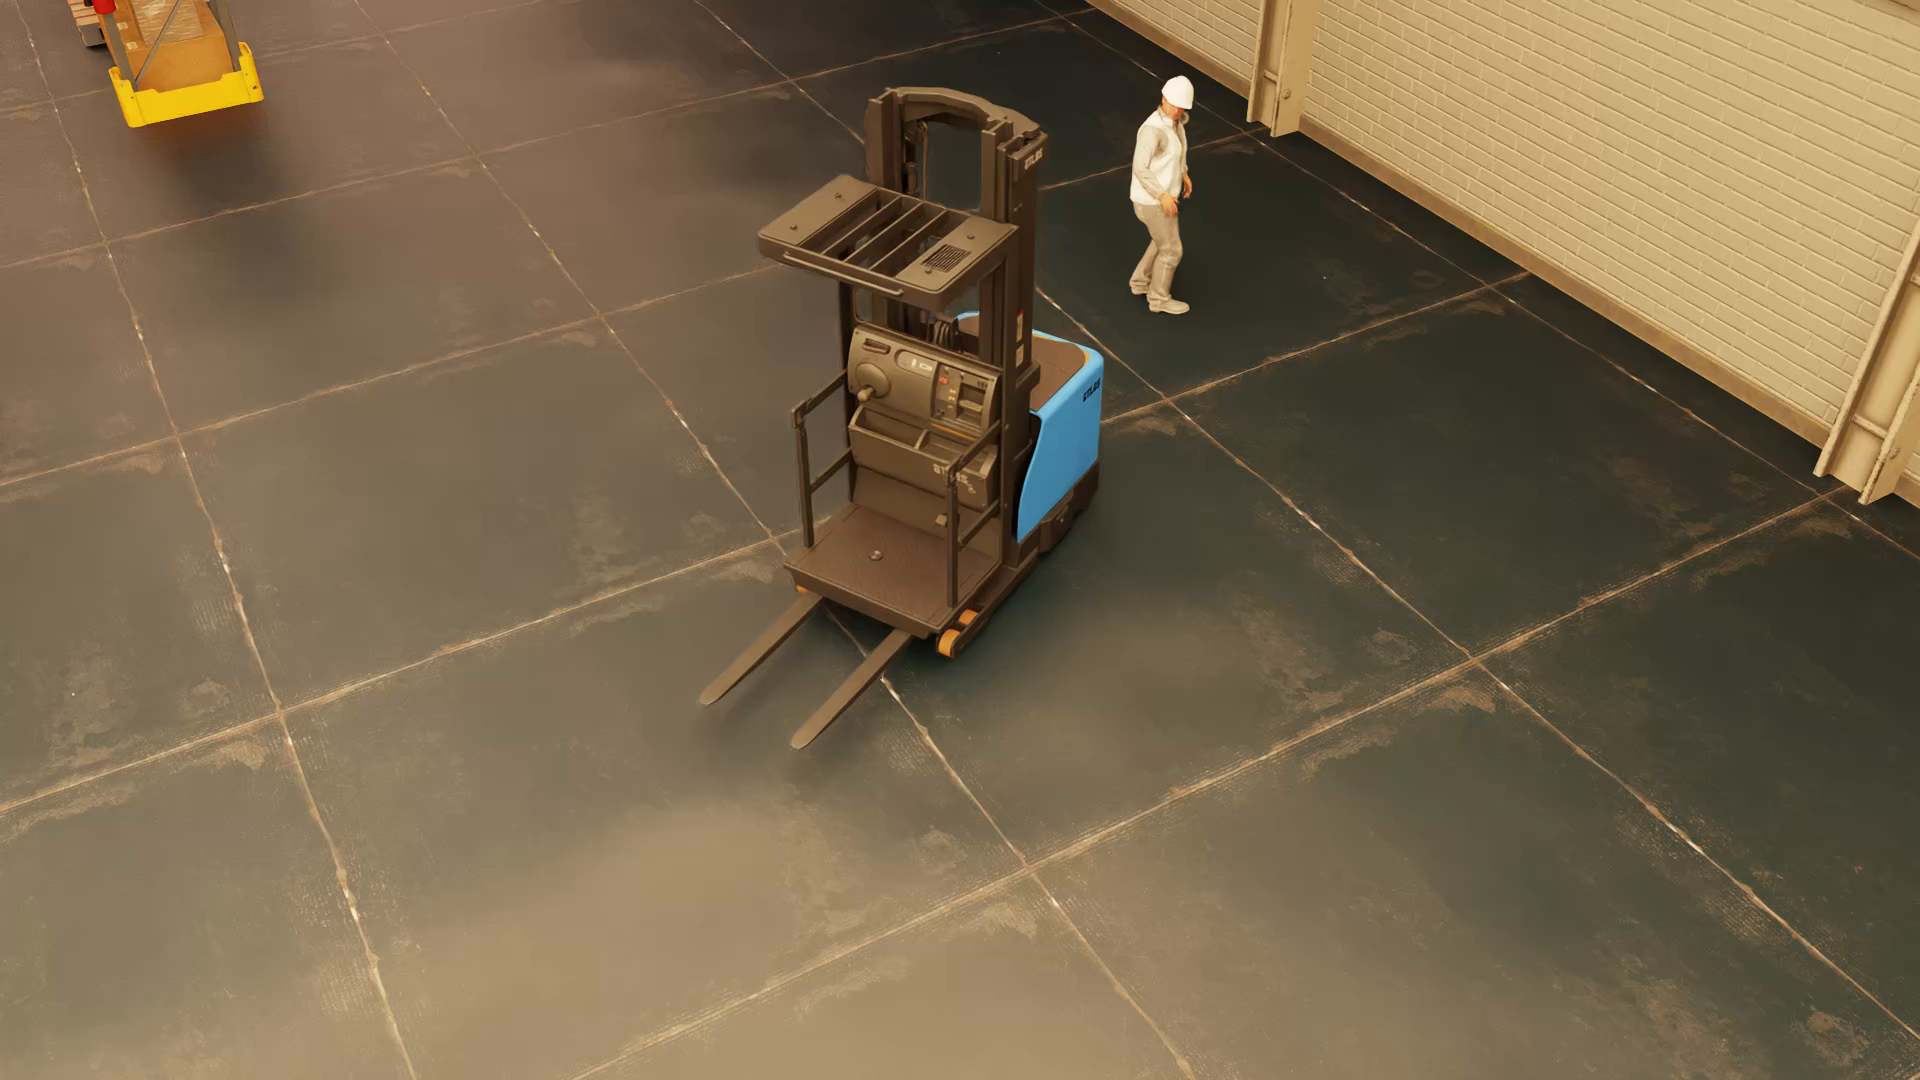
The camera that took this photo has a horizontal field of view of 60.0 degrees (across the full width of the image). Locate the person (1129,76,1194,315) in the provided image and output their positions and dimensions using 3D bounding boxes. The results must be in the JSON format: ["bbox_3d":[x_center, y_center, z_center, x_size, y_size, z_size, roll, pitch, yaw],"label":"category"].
[{"bbox_3d":[1.500,-2.501,11.991,0.513,1.744,0.726,10,41,12],"label":"person"}]

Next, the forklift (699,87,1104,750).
[{"bbox_3d":[-0.323,-0.797,8.997,1.130,2.935,3.031,22,44,24],"label":"forklift"}]
